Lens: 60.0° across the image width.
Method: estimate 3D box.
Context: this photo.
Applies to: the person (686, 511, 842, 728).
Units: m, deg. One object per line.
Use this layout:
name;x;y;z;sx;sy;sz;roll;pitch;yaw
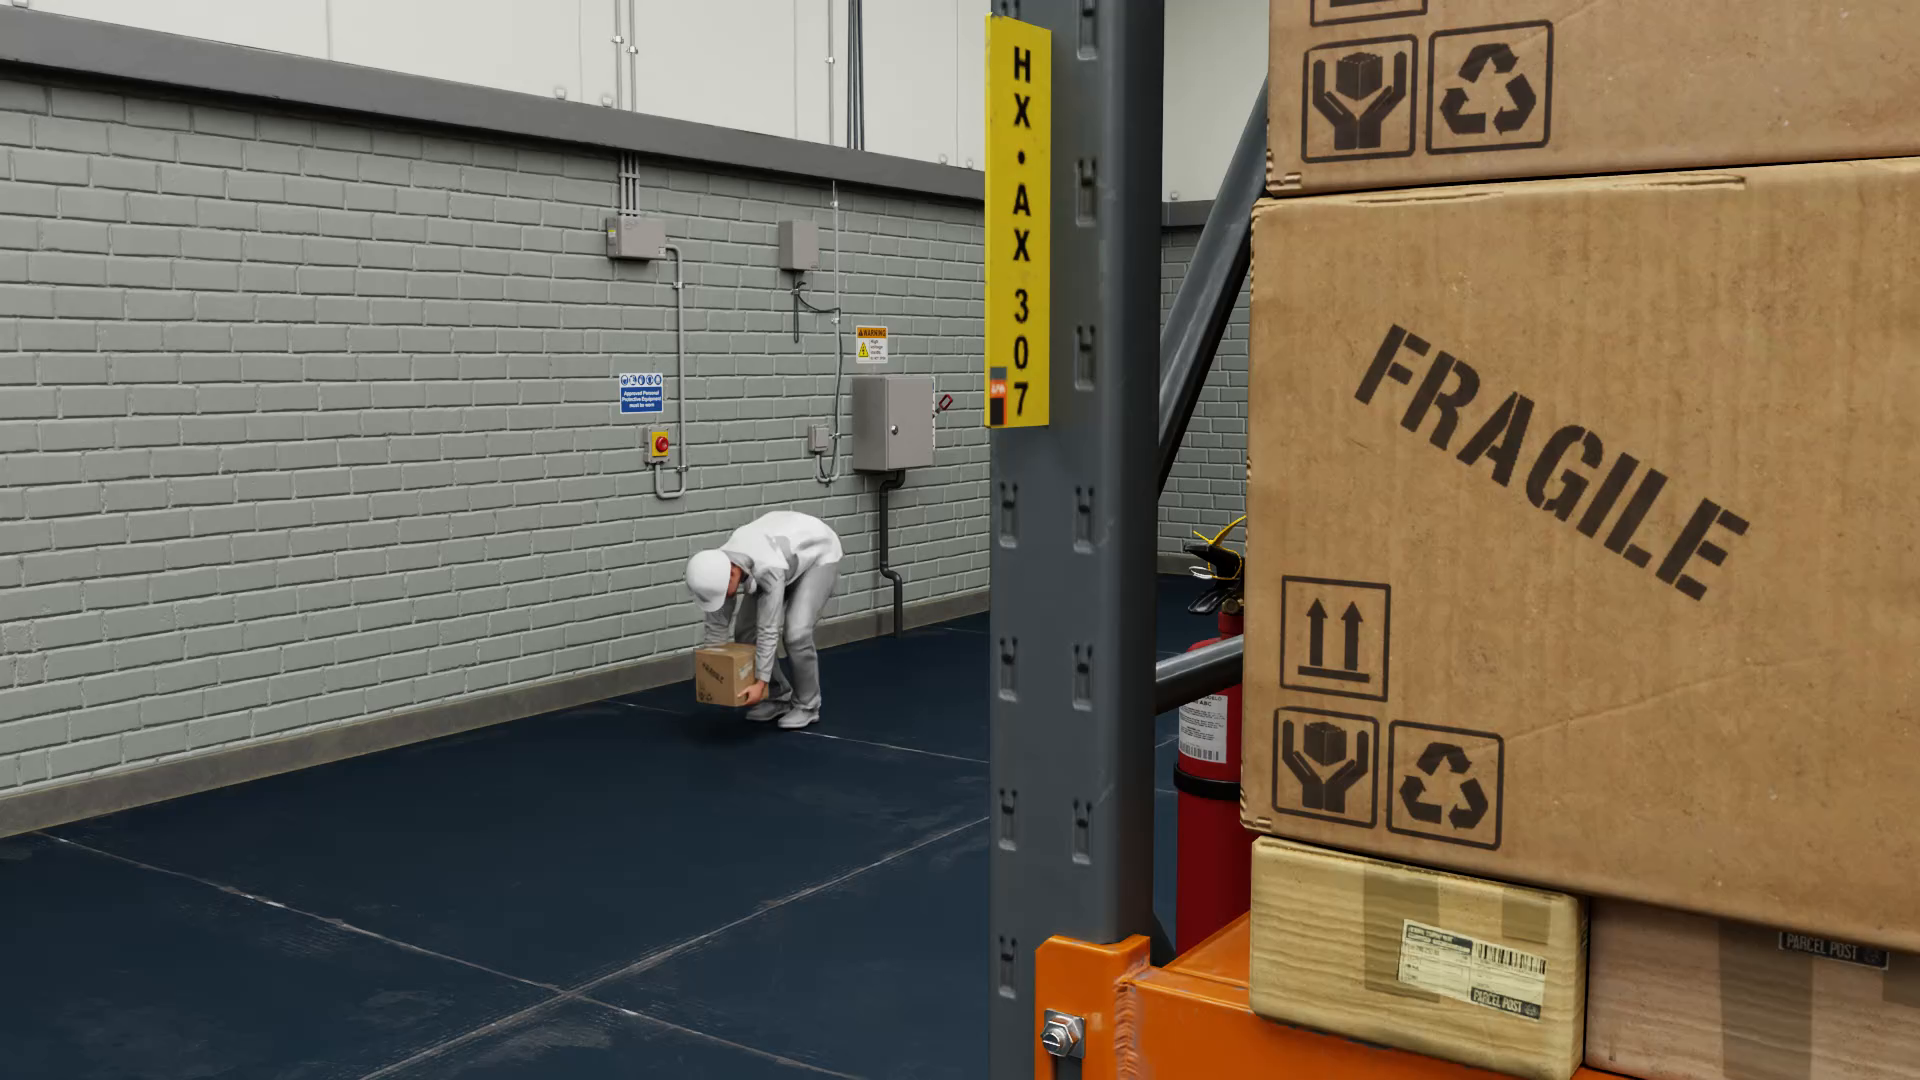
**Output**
person;-0.985;0.412;8.177;0.475;1.057;1.009;4;7;31
